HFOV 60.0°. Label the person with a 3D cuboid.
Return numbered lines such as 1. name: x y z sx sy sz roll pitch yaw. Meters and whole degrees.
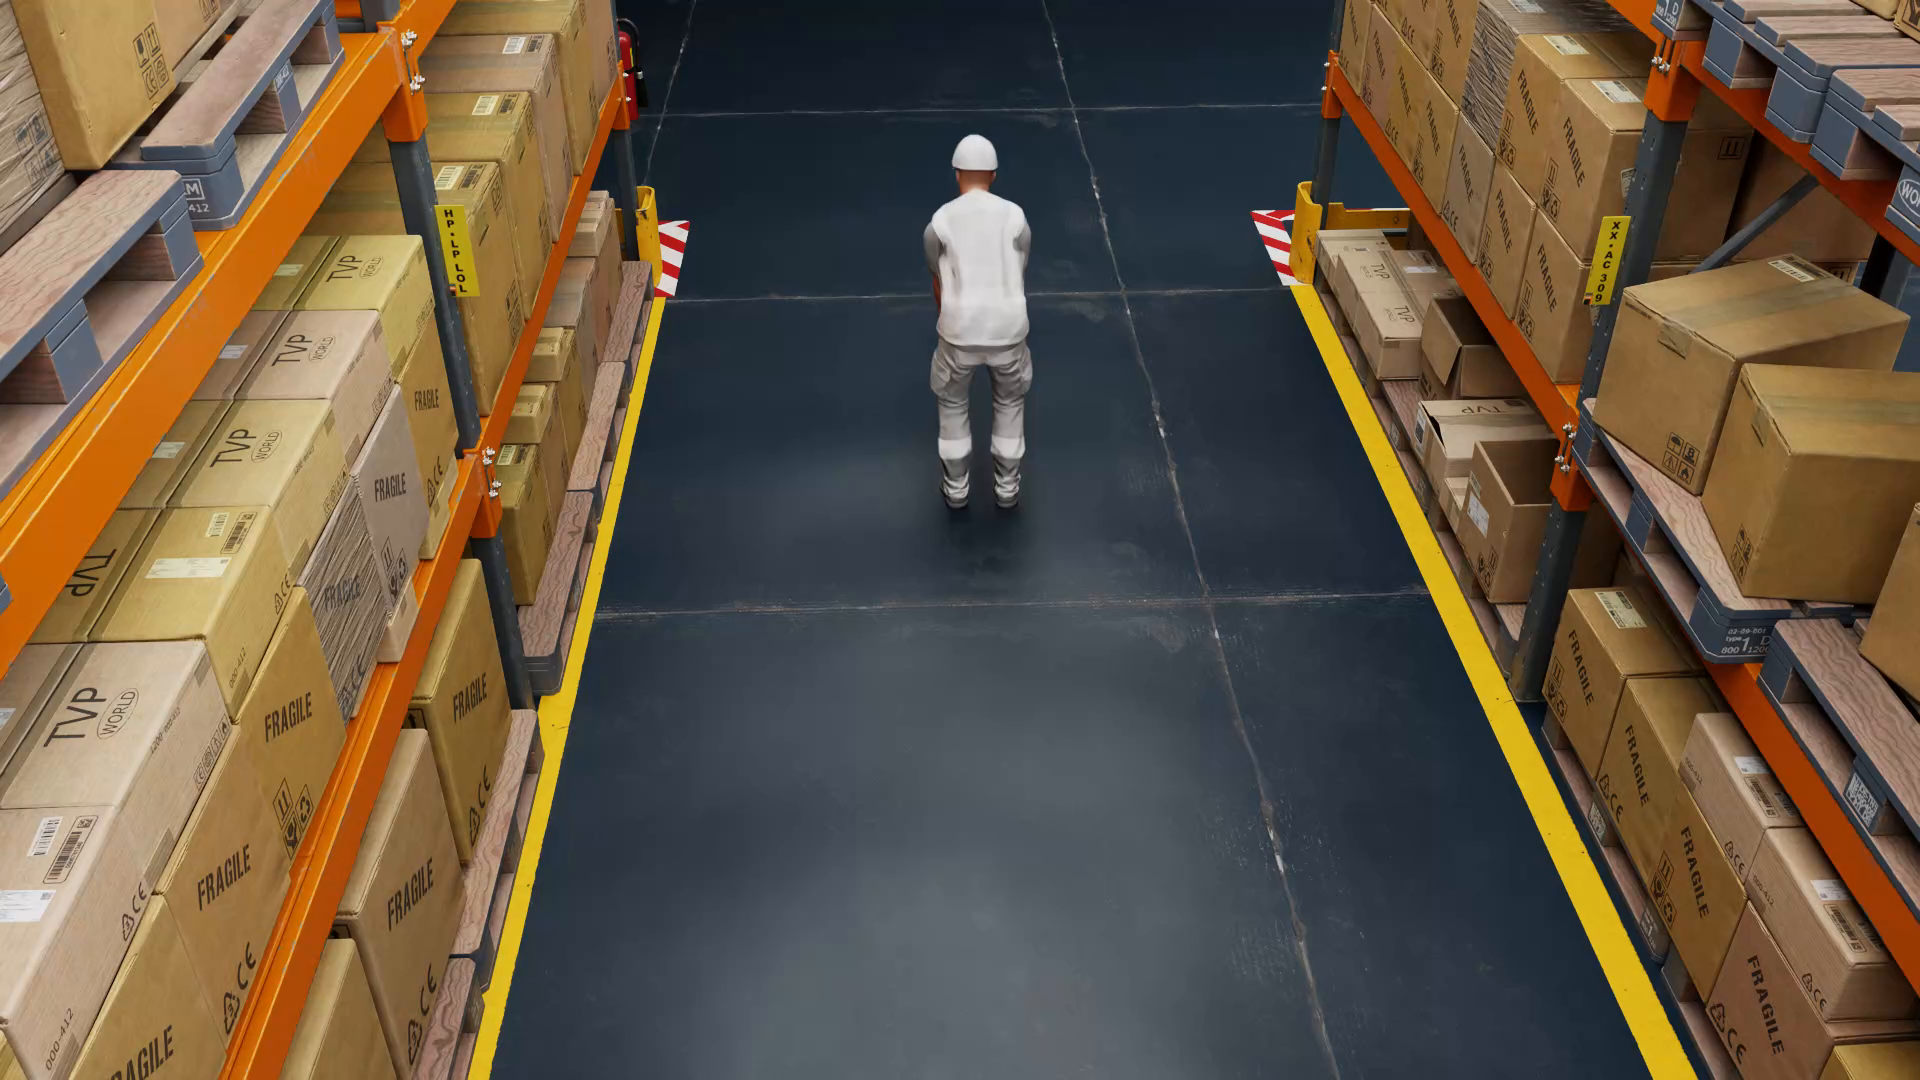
1. person: 0.083 -0.974 7.593 0.488 1.702 0.638 -2 35 -3
